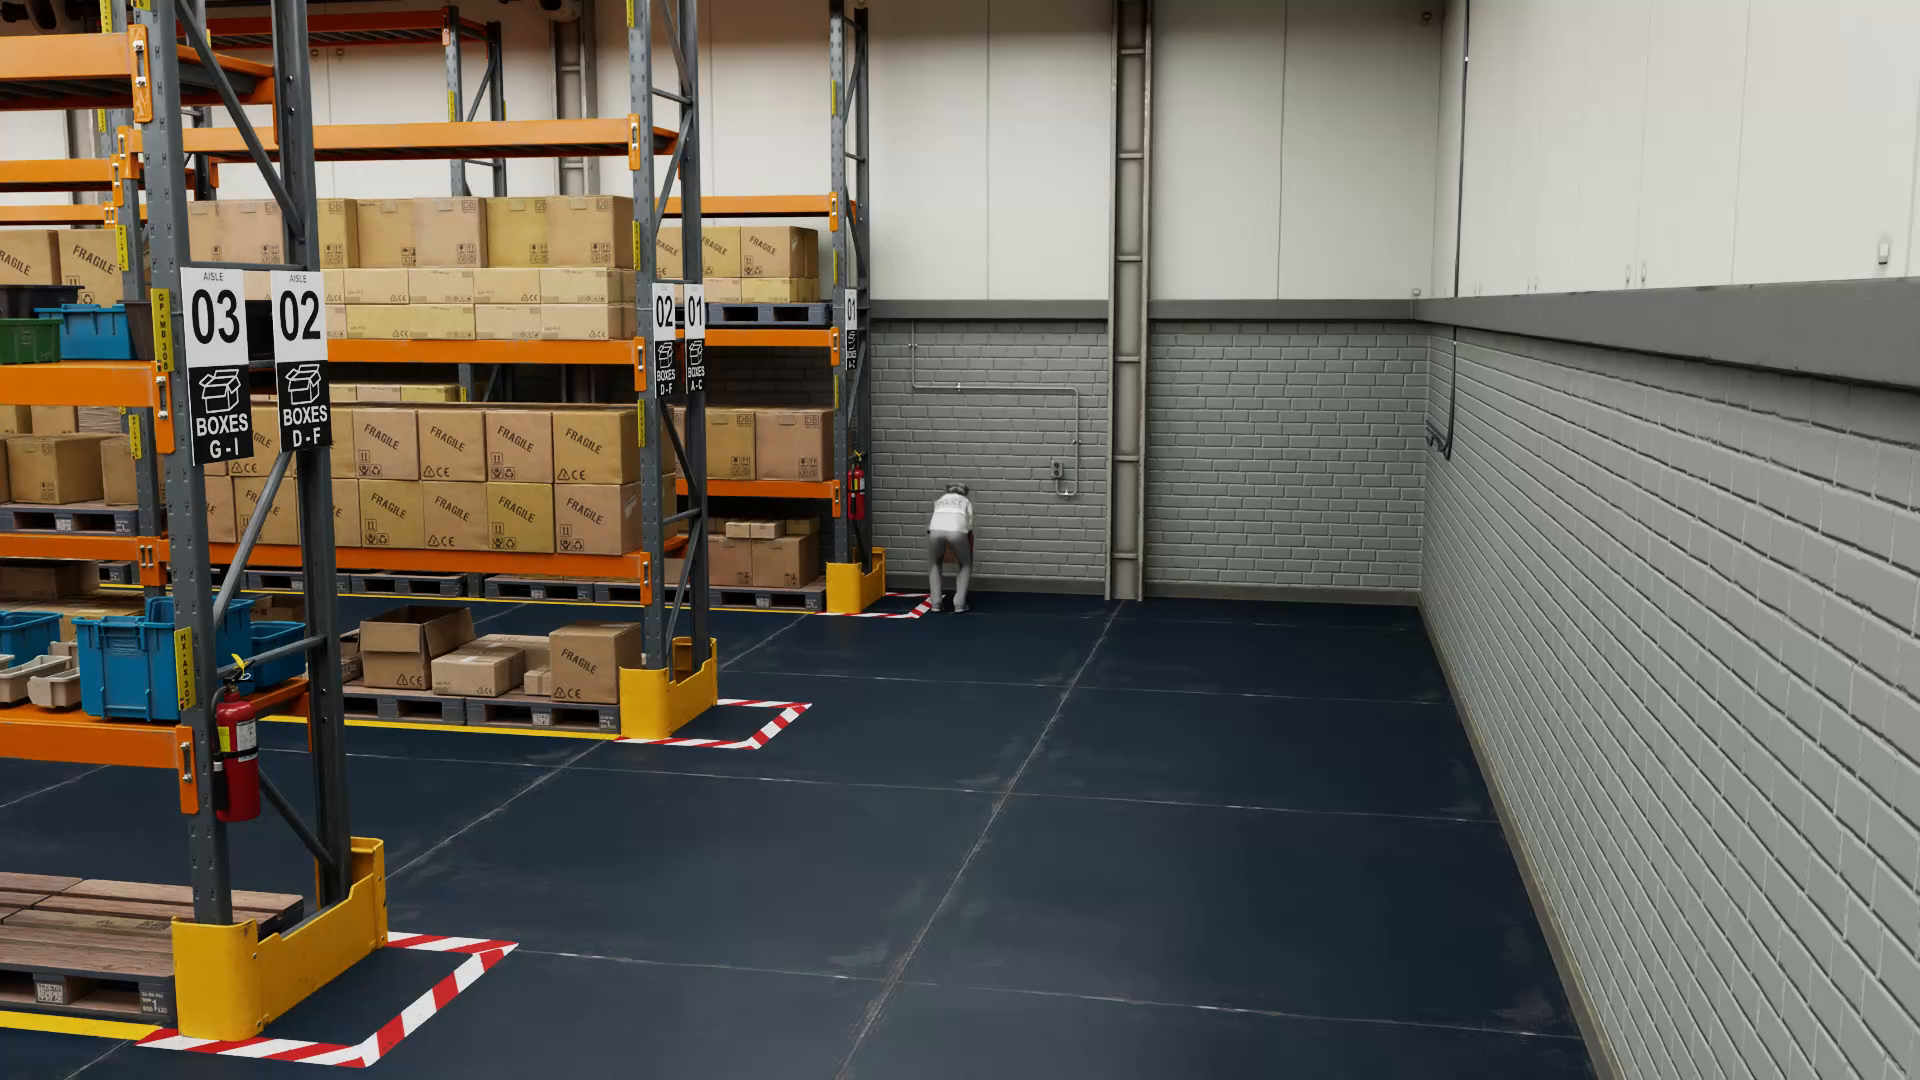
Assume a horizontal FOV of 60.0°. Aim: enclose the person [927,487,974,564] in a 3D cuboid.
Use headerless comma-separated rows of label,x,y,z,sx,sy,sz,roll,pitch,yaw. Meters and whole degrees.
person,-0.083,-0.115,16.751,0.411,0.802,0.844,1,8,9
